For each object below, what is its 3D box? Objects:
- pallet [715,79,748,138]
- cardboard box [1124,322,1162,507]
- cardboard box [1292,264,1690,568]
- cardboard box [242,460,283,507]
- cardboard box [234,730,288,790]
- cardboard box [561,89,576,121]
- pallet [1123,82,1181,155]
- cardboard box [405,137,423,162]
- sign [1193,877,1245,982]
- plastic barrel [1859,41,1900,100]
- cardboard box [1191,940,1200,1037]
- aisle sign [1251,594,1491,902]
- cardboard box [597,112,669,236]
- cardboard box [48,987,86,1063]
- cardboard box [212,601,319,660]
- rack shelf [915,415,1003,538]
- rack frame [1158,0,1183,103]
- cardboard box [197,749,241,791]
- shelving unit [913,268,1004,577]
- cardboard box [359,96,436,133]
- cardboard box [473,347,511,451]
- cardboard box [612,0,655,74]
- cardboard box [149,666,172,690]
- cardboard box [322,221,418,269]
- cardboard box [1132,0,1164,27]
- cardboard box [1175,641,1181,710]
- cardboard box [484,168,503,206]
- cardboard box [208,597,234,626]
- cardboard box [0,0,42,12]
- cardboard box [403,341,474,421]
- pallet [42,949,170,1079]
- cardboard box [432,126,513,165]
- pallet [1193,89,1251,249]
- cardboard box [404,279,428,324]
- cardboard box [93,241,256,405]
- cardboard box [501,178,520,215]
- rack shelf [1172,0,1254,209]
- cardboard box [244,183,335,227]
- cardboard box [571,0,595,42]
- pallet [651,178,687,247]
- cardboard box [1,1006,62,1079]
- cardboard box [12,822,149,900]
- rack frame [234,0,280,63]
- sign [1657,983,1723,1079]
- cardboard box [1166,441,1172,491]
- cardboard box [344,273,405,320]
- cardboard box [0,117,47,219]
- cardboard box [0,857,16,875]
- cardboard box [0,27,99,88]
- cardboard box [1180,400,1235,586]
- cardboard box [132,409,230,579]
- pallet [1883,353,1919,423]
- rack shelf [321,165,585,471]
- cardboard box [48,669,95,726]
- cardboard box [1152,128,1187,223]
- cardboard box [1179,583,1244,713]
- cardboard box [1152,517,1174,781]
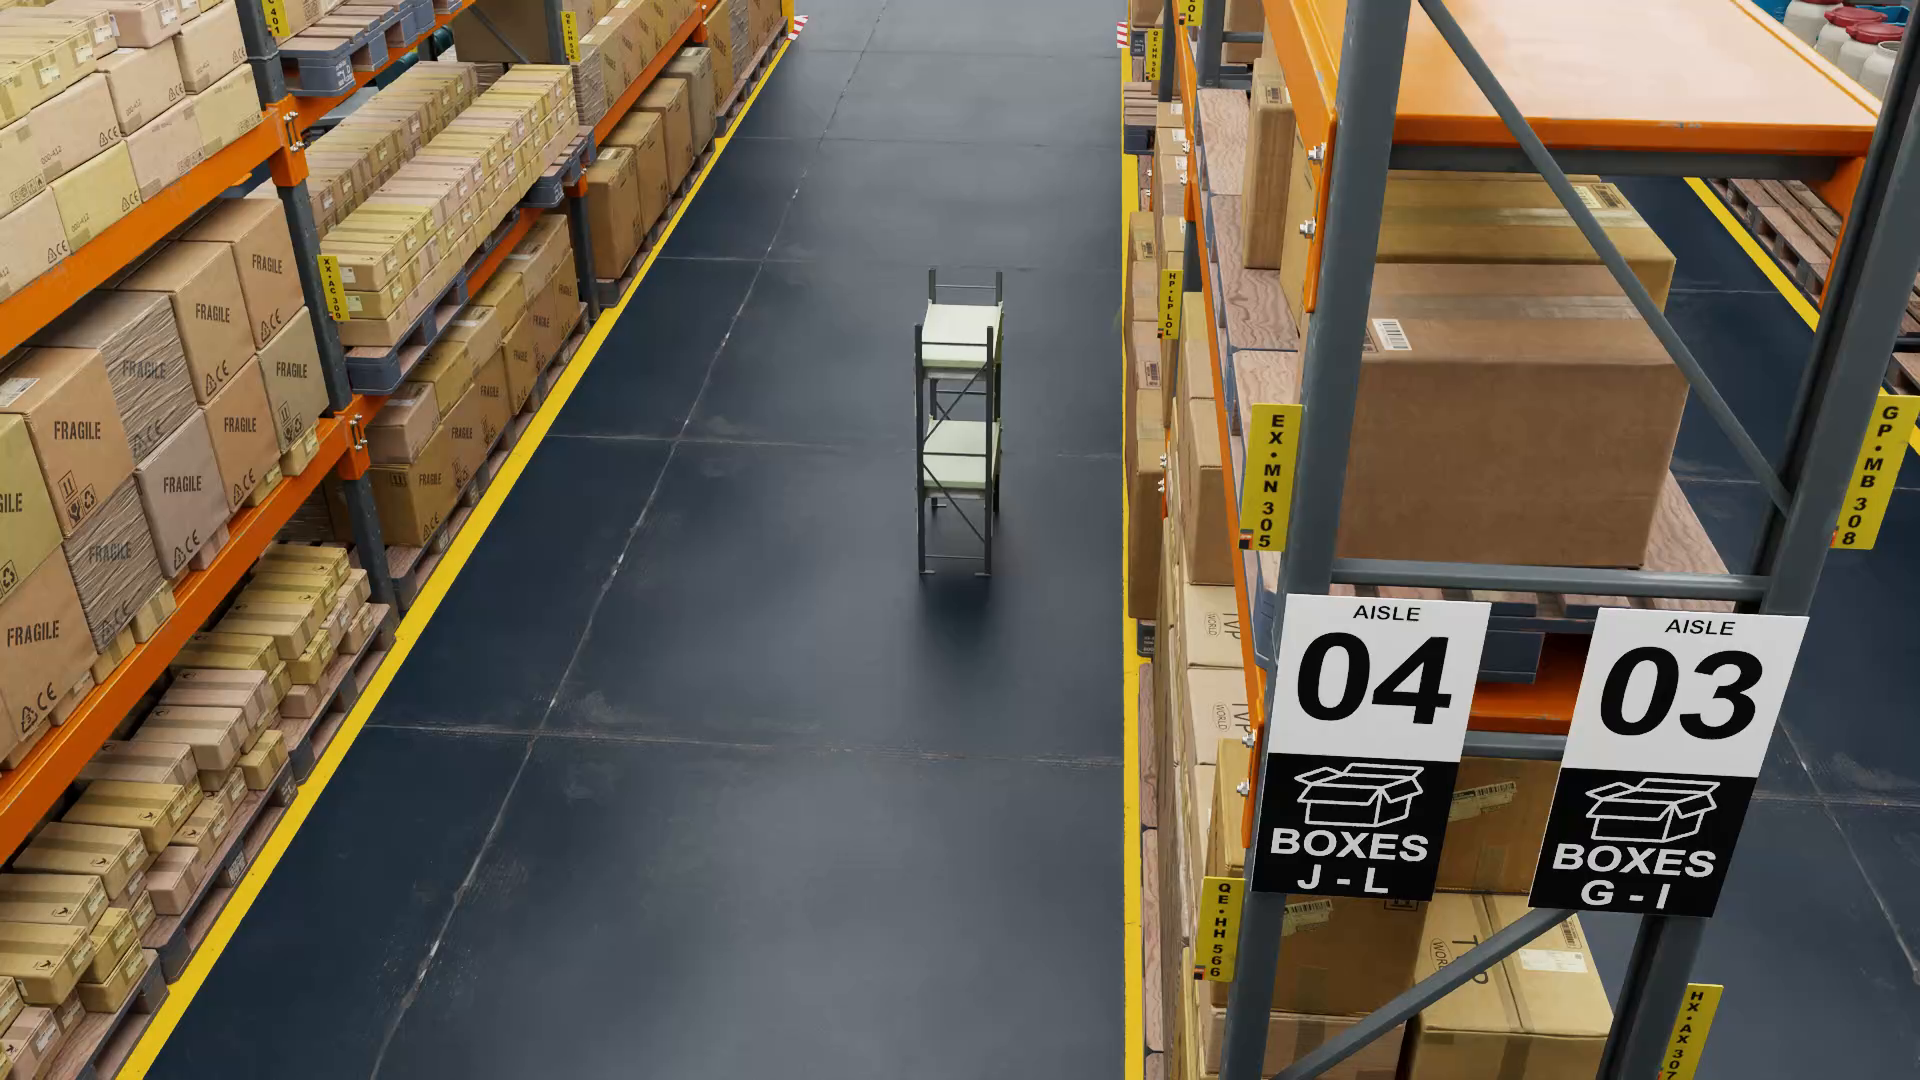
[{"bbox_3d":[-2.674,-4.214,16.167,1.003,0.211,1.213,2,32,4],"label":"pallet"},{"bbox_3d":[1.574,-0.636,9.328,1.225,0.875,0.875,1,32,2],"label":"cardboard box"},{"bbox_3d":[1.133,-0.283,3.680,0.700,0.500,0.500,1,32,1],"label":"cardboard box"},{"bbox_3d":[-3.249,-0.281,7.367,0.380,0.149,0.250,4,32,6],"label":"cardboard box"},{"bbox_3d":[-3.242,0.972,7.411,0.380,0.149,0.250,2,32,4],"label":"cardboard box"},{"bbox_3d":[-2.726,-2.836,10.829,0.380,0.149,0.250,3,32,5],"label":"cardboard box"},{"bbox_3d":[1.748,-2.946,11.635,1.213,0.211,1.003,2,32,4],"label":"pallet"},{"bbox_3d":[-3.459,-2.326,10.001,0.380,0.149,0.250,3,32,4],"label":"cardboard box"},{"bbox_3d":[0.605,0.908,3.868,0.100,0.325,0.005,2,32,4],"label":"sign"},{"bbox_3d":[6.638,-3.254,11.845,0.421,0.512,0.421,0,32,0],"label":"plastic barrel"},{"bbox_3d":[0.865,1.303,4.796,0.380,0.149,0.250,3,32,4],"label":"cardboard box"},{"bbox_3d":[0.840,0.451,3.462,0.394,0.787,0.004,2,32,4],"label":"aisle sign"},{"bbox_3d":[-2.932,-2.908,13.135,1.050,0.750,0.750,3,32,5],"label":"cardboard box"},{"bbox_3d":[-3.476,1.772,6.113,0.380,0.149,0.250,3,32,5],"label":"cardboard box"},{"bbox_3d":[-3.229,0.421,7.739,0.380,0.149,0.250,2,32,4],"label":"cardboard box"},{"bbox_3d":[0.001,-0.364,9.314,0.431,0.370,0.720,2,32,4],"label":"rack shelf"},{"bbox_3d":[1.796,-2.651,10.972,1.000,3.000,0.127,2,32,4],"label":"rack frame"},{"bbox_3d":[-3.349,0.946,7.170,0.380,0.149,0.250,1,32,2],"label":"cardboard box"},{"bbox_3d":[0.001,-0.642,9.142,0.431,1.500,0.755,2,32,4],"label":"shelving unit"},{"bbox_3d":[-3.436,-2.600,10.162,0.380,0.149,0.250,1,32,2],"label":"cardboard box"},{"bbox_3d":[-3.070,-0.865,10.057,0.500,0.500,0.500,3,32,5],"label":"cardboard box"},{"bbox_3d":[-2.711,-3.971,13.020,0.500,0.500,0.500,2,32,3],"label":"cardboard box"},{"bbox_3d":[-3.751,0.542,7.541,0.380,0.149,0.250,2,32,3],"label":"cardboard box"},{"bbox_3d":[-2.958,-1.481,8.347,0.380,0.149,0.250,3,32,5],"label":"cardboard box"},{"bbox_3d":[1.917,-4.767,13.434,1.000,1.000,1.000,3,32,4],"label":"cardboard box"},{"bbox_3d":[0.989,0.503,6.094,0.380,0.149,0.250,2,32,3],"label":"cardboard box"},{"bbox_3d":[-2.849,-2.027,9.515,0.380,0.149,0.250,2,32,3],"label":"cardboard box"},{"bbox_3d":[-3.745,0.396,8.061,0.380,0.149,0.250,3,32,4],"label":"cardboard box"},{"bbox_3d":[-3.749,-2.003,6.349,0.380,0.149,0.250,2,32,3],"label":"cardboard box"},{"bbox_3d":[-3.101,-0.911,9.418,0.500,0.250,0.500,3,32,5],"label":"cardboard box"},{"bbox_3d":[-3.683,1.992,6.097,1.003,0.211,1.213,2,32,4],"label":"pallet"},{"bbox_3d":[-2.830,-2.289,9.657,0.380,0.149,0.250,4,32,6],"label":"cardboard box"},{"bbox_3d":[1.393,-1.371,6.121,1.003,0.211,1.213,2,32,4],"label":"pallet"},{"bbox_3d":[-2.958,-1.227,8.502,0.380,0.149,0.250,3,32,5],"label":"cardboard box"},{"bbox_3d":[-3.271,-0.891,6.785,0.500,0.500,0.500,1,32,2],"label":"cardboard box"},{"bbox_3d":[-2.831,-2.039,9.819,0.380,0.149,0.250,3,32,5],"label":"cardboard box"},{"bbox_3d":[1.633,-2.576,8.677,1.077,0.370,4.000,2,32,4],"label":"rack shelf"},{"bbox_3d":[-3.562,-1.780,8.832,0.380,0.149,0.250,2,32,4],"label":"cardboard box"},{"bbox_3d":[-3.053,-3.883,11.923,0.700,0.500,0.500,2,32,3],"label":"cardboard box"},{"bbox_3d":[-2.898,-2.774,13.830,1.003,0.211,1.213,2,32,4],"label":"pallet"},{"bbox_3d":[-3.414,1.772,5.829,0.380,0.149,0.250,2,32,4],"label":"cardboard box"},{"bbox_3d":[-3.389,1.237,6.415,0.380,0.149,0.250,4,32,6],"label":"cardboard box"},{"bbox_3d":[-3.465,-3.378,6.434,1.000,3.000,0.127,2,32,4],"label":"rack frame"},{"bbox_3d":[1.697,1.157,3.893,0.100,0.325,0.005,2,32,4],"label":"sign"},{"bbox_3d":[1.115,-0.312,7.416,0.380,0.149,0.250,3,32,4],"label":"cardboard box"},{"bbox_3d":[-2.975,-1.209,8.188,0.380,0.149,0.250,3,32,5],"label":"cardboard box"},{"bbox_3d":[-3.362,-1.178,5.390,0.500,0.250,0.500,1,32,2],"label":"cardboard box"},{"bbox_3d":[-3.962,1.345,6.523,0.380,0.149,0.250,3,32,5],"label":"cardboard box"},{"bbox_3d":[-3.295,-1.699,5.855,0.380,0.149,0.250,1,32,2],"label":"cardboard box"},{"bbox_3d":[1.091,-0.172,6.095,0.500,0.500,0.500,1,32,2],"label":"cardboard box"},{"bbox_3d":[-3.308,-0.197,6.611,0.500,0.500,0.500,2,32,4],"label":"cardboard box"},{"bbox_3d":[6.710,-0.838,10.689,1.003,0.211,1.213,2,32,4],"label":"pallet"},{"bbox_3d":[-3.302,-1.563,9.894,1.077,0.370,4.000,2,32,4],"label":"rack shelf"},{"bbox_3d":[-3.404,0.536,6.041,0.380,0.149,0.250,2,32,3],"label":"cardboard box"},{"bbox_3d":[1.445,-2.181,10.115,0.500,0.500,0.500,2,32,3],"label":"cardboard box"},{"bbox_3d":[1.041,0.401,5.880,0.500,0.250,0.500,3,32,4],"label":"cardboard box"},{"bbox_3d":[1.337,0.508,7.471,0.875,0.875,0.875,2,32,4],"label":"cardboard box"}]
